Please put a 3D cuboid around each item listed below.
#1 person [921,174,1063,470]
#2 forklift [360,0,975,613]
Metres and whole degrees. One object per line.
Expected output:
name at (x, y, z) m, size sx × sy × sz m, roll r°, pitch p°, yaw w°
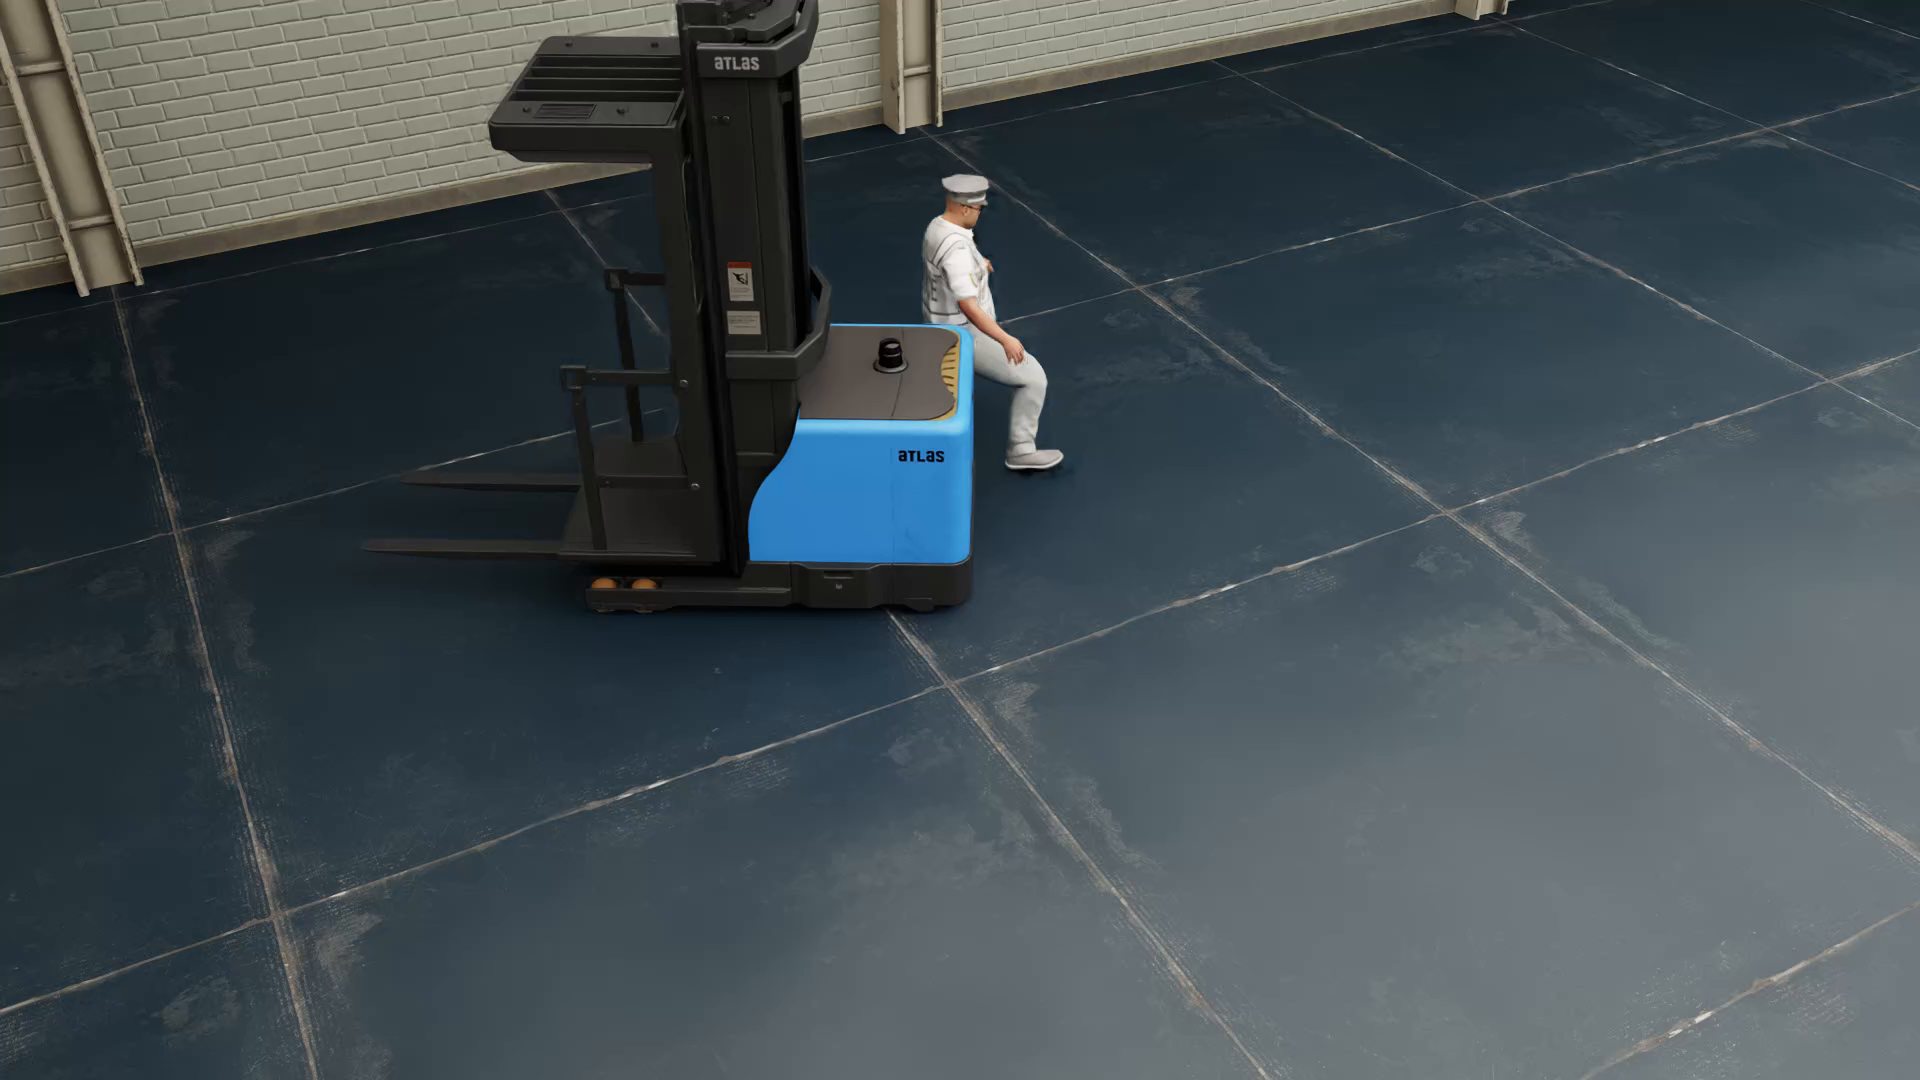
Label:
person at (0.052, -1.211, 9.046) m, size 0.831 × 1.626 × 1.001 m, roll -9°, pitch 36°, yaw -13°
forklift at (-1.446, -1.144, 7.741) m, size 3.031 × 2.935 × 1.130 m, roll 1°, pitch 35°, yaw 1°
